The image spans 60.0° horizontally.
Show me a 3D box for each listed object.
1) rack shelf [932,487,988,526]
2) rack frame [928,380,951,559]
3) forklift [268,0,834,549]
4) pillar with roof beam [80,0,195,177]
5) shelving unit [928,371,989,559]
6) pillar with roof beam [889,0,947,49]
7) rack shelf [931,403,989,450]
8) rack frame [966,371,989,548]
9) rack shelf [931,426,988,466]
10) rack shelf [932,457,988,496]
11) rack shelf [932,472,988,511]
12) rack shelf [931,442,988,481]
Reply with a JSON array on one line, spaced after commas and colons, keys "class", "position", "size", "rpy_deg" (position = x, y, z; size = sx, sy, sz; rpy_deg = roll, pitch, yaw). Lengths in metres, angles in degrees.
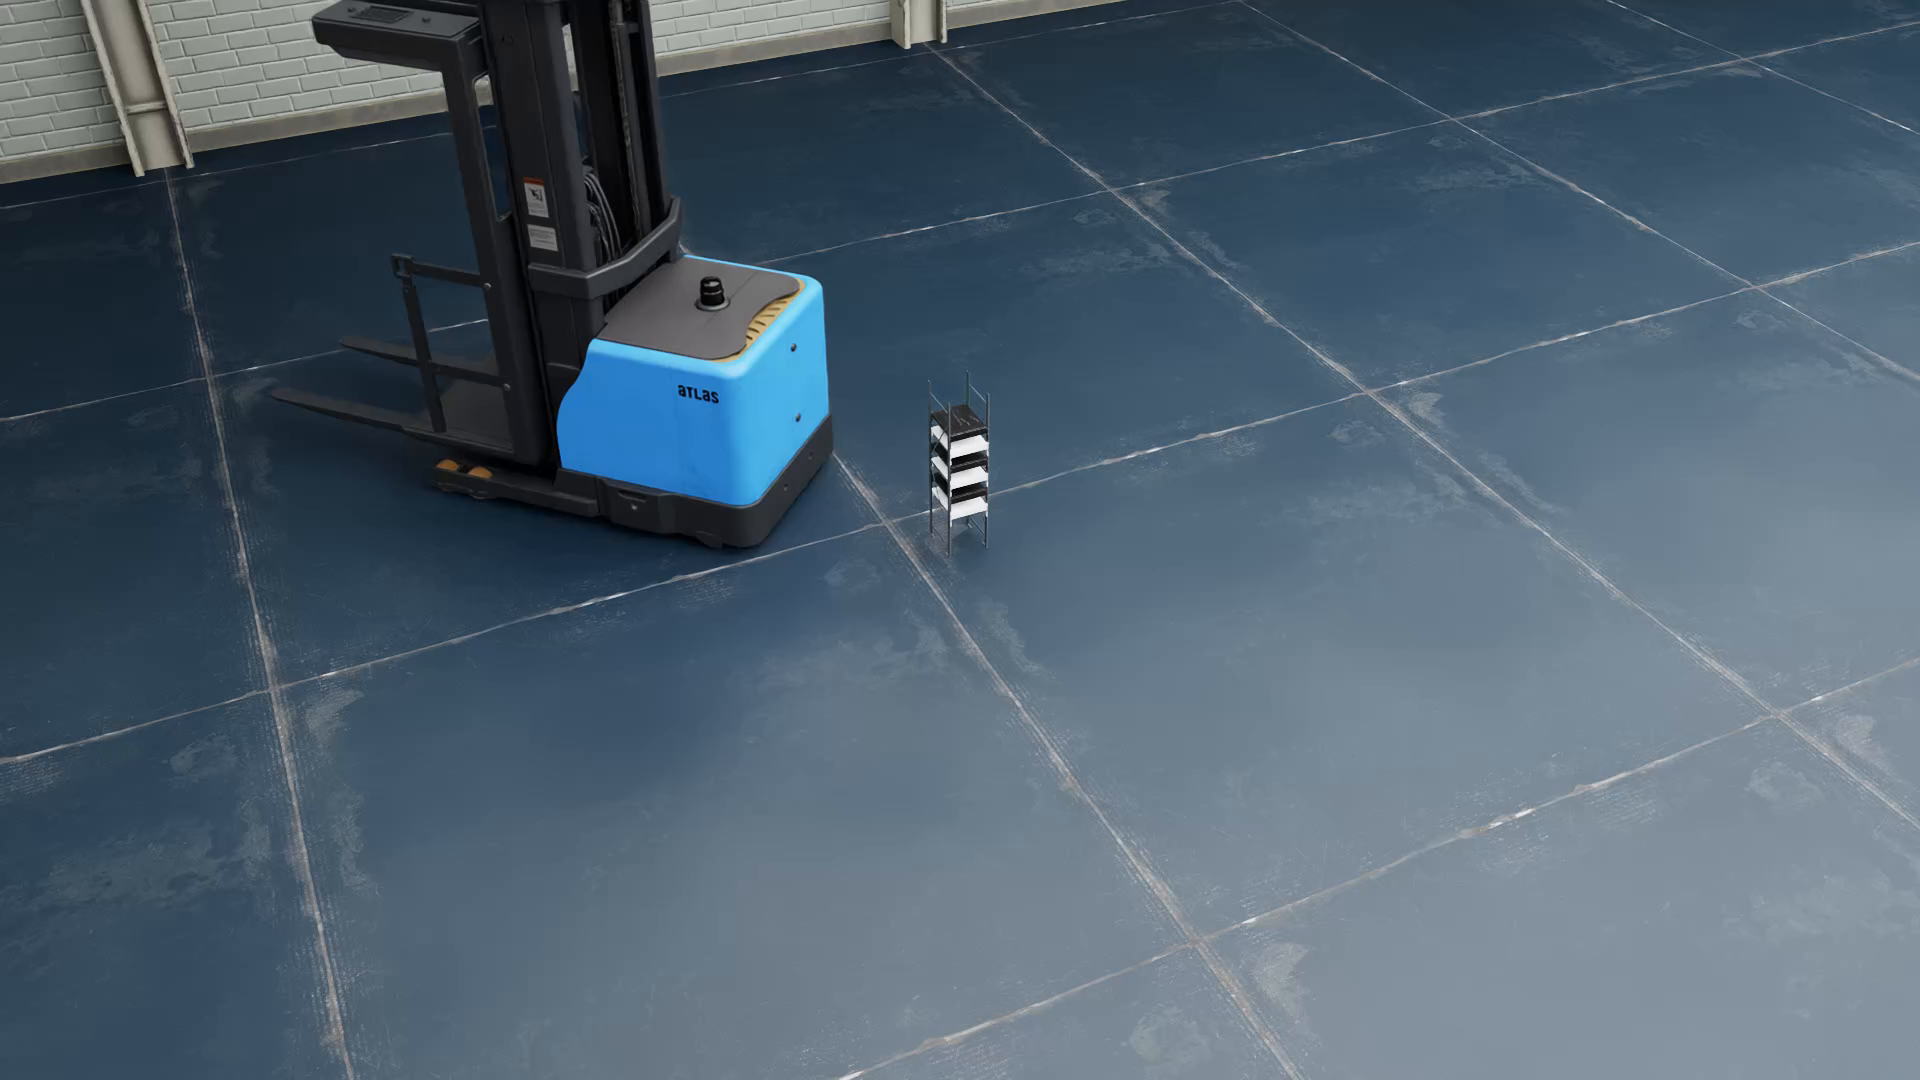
[{"class": "rack shelf", "position": [-0.007, -0.188, 8.249], "size": [0.200, 0.077, 0.258], "rpy_deg": [-16, 39, -20]}, {"class": "rack frame", "position": [-0.099, -0.334, 8.088], "size": [0.006, 0.900, 0.240], "rpy_deg": [-16, 39, -20]}, {"class": "forklift", "position": [-2.250, -1.670, 8.185], "size": [3.031, 2.935, 1.130], "rpy_deg": [12, 38, 16]}, {"class": "pillar with roof beam", "position": [-3.953, -4.024, 6.265], "size": [0.400, 9.000, 9.100], "rpy_deg": [-16, 39, -20]}, {"class": "shelving unit", "position": [-0.007, -0.359, 8.122], "size": [0.210, 0.900, 0.258], "rpy_deg": [-16, 39, -20]}, {"class": "pillar with roof beam", "position": [1.478, -5.543, 8.313], "size": [0.400, 9.000, 9.100], "rpy_deg": [-16, 39, -20]}, {"class": "rack shelf", "position": [-0.007, -0.549, 7.981], "size": [0.200, 0.077, 0.258], "rpy_deg": [-16, 39, -20]}, {"class": "rack frame", "position": [0.085, -0.385, 8.157], "size": [0.006, 0.900, 0.240], "rpy_deg": [-16, 39, -20]}, {"class": "rack shelf", "position": [-0.007, -0.477, 8.035], "size": [0.200, 0.077, 0.258], "rpy_deg": [-16, 39, -20]}, {"class": "rack shelf", "position": [-0.007, -0.333, 8.142], "size": [0.200, 0.077, 0.258], "rpy_deg": [-16, 39, -20]}, {"class": "rack shelf", "position": [-0.007, -0.260, 8.196], "size": [0.200, 0.077, 0.258], "rpy_deg": [-16, 39, -20]}, {"class": "rack shelf", "position": [-0.007, -0.405, 8.088], "size": [0.200, 0.077, 0.258], "rpy_deg": [-16, 39, -20]}]
